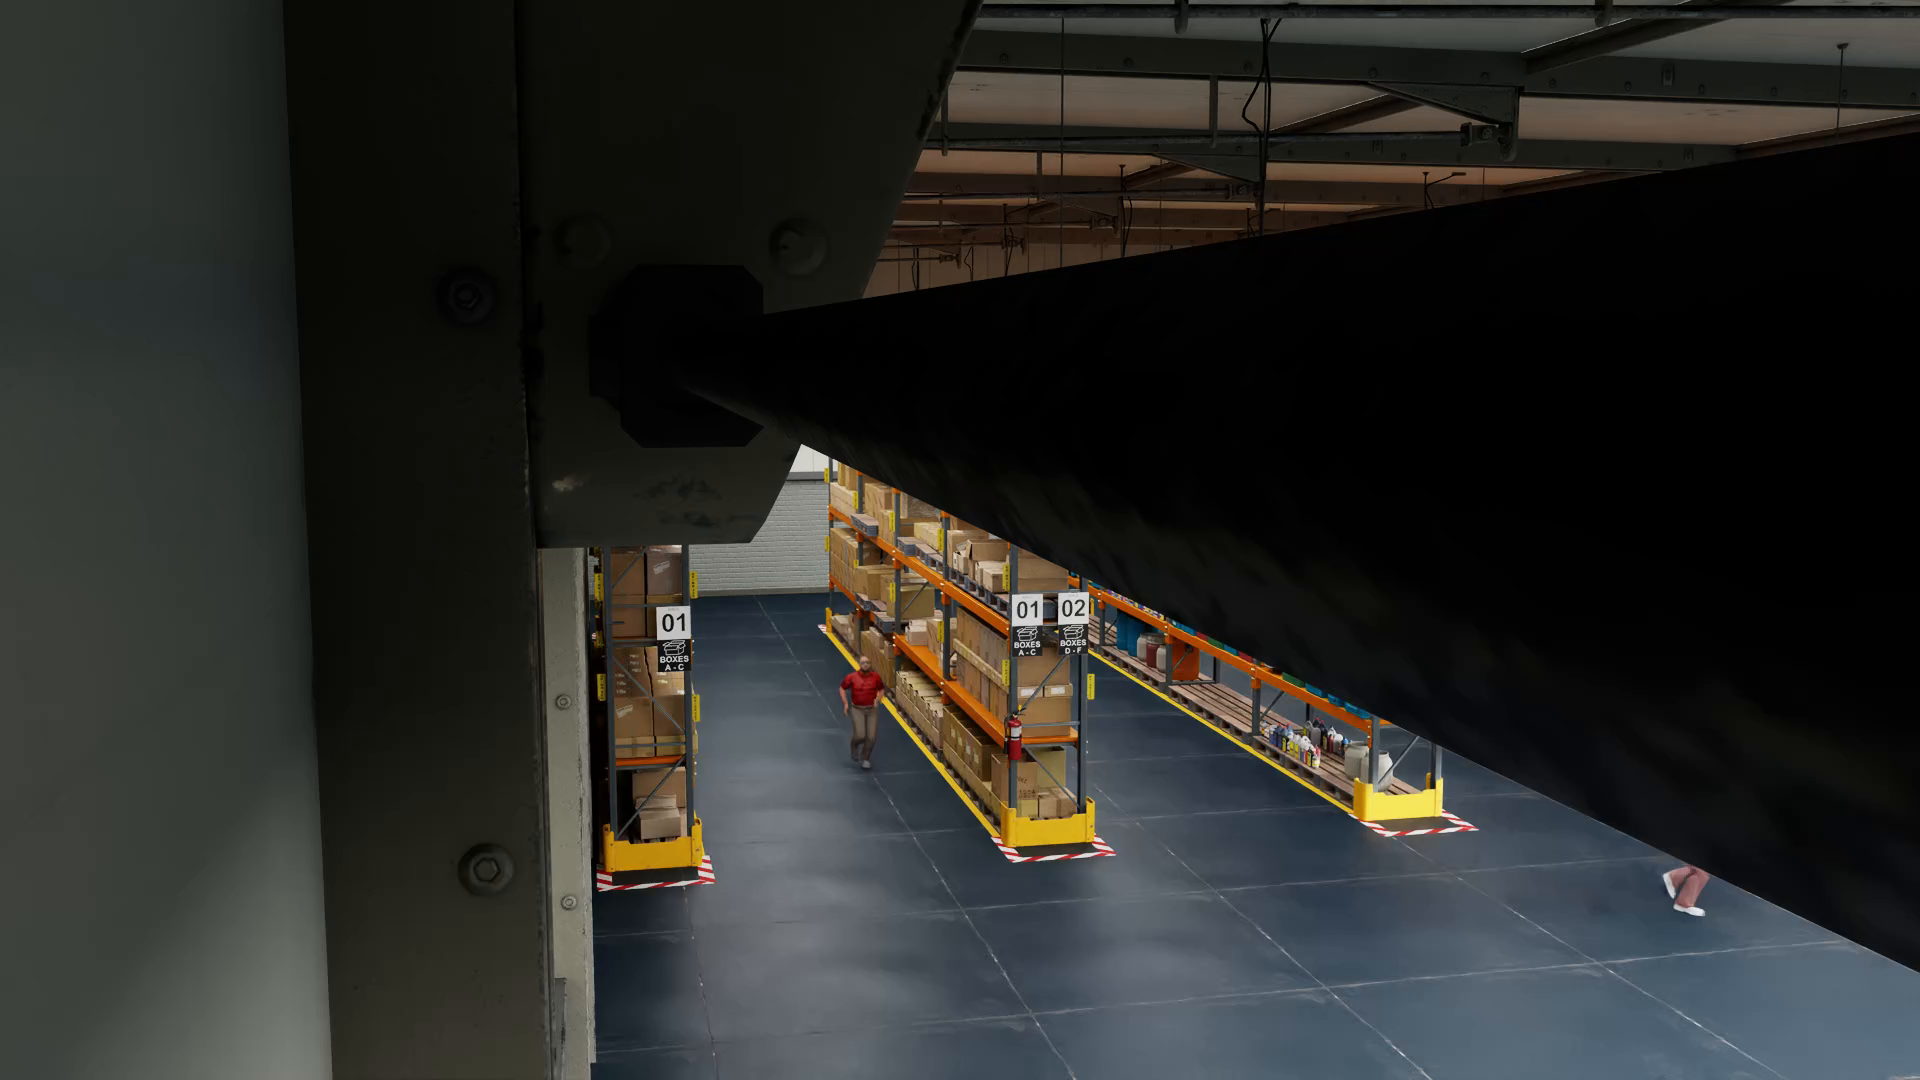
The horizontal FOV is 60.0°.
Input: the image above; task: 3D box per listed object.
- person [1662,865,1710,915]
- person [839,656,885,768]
[{"bbox_3d":[8.155,3.342,18.438,0.503,1.636,0.617,2,7,15],"label":"person"},{"bbox_3d":[-1.416,2.556,24.652,0.665,1.685,0.593,-2,7,-16],"label":"person"}]
